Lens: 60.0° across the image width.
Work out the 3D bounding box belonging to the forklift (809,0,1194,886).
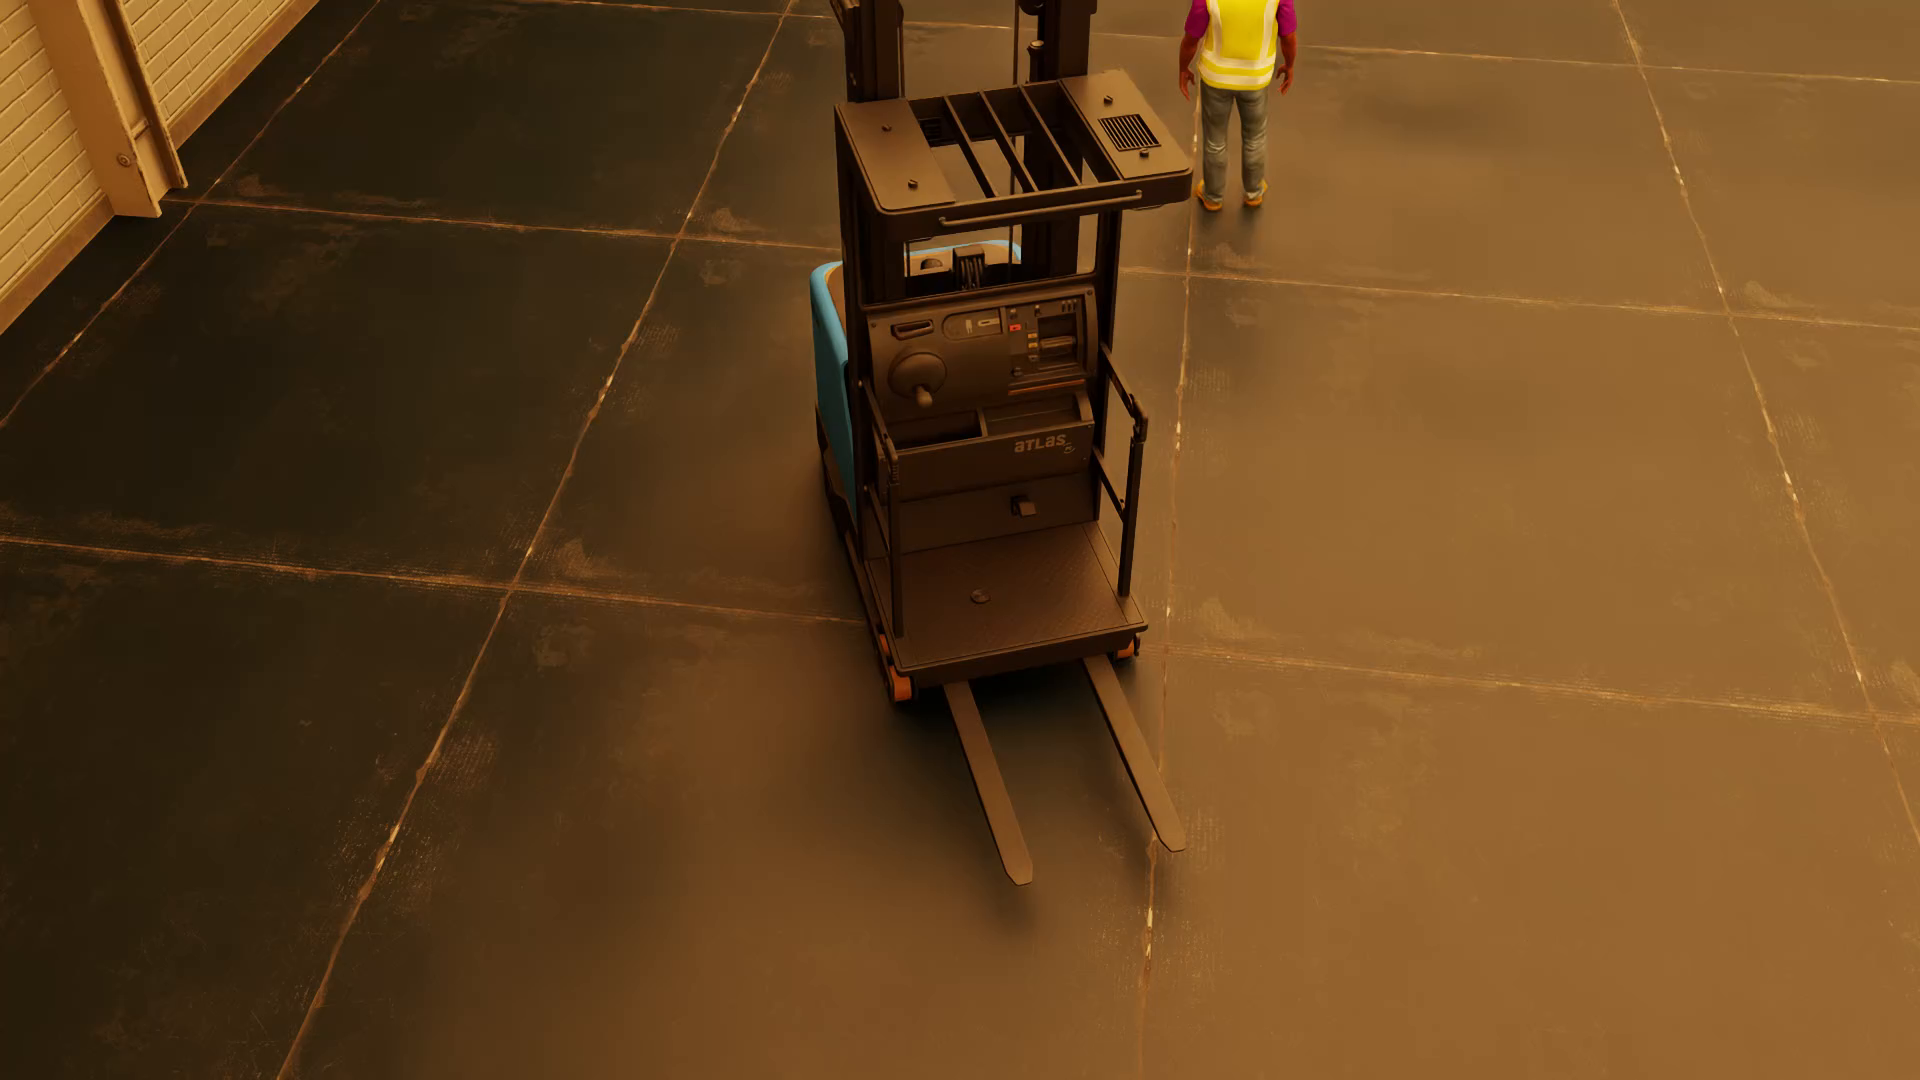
[{"bbox_3d":[0.153,-0.681,6.465,1.130,2.935,3.031,-10,44,-11],"label":"forklift"}]

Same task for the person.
[{"bbox_3d":[1.577,-2.703,9.523,0.664,1.770,0.549,3,43,3],"label":"person"}]
